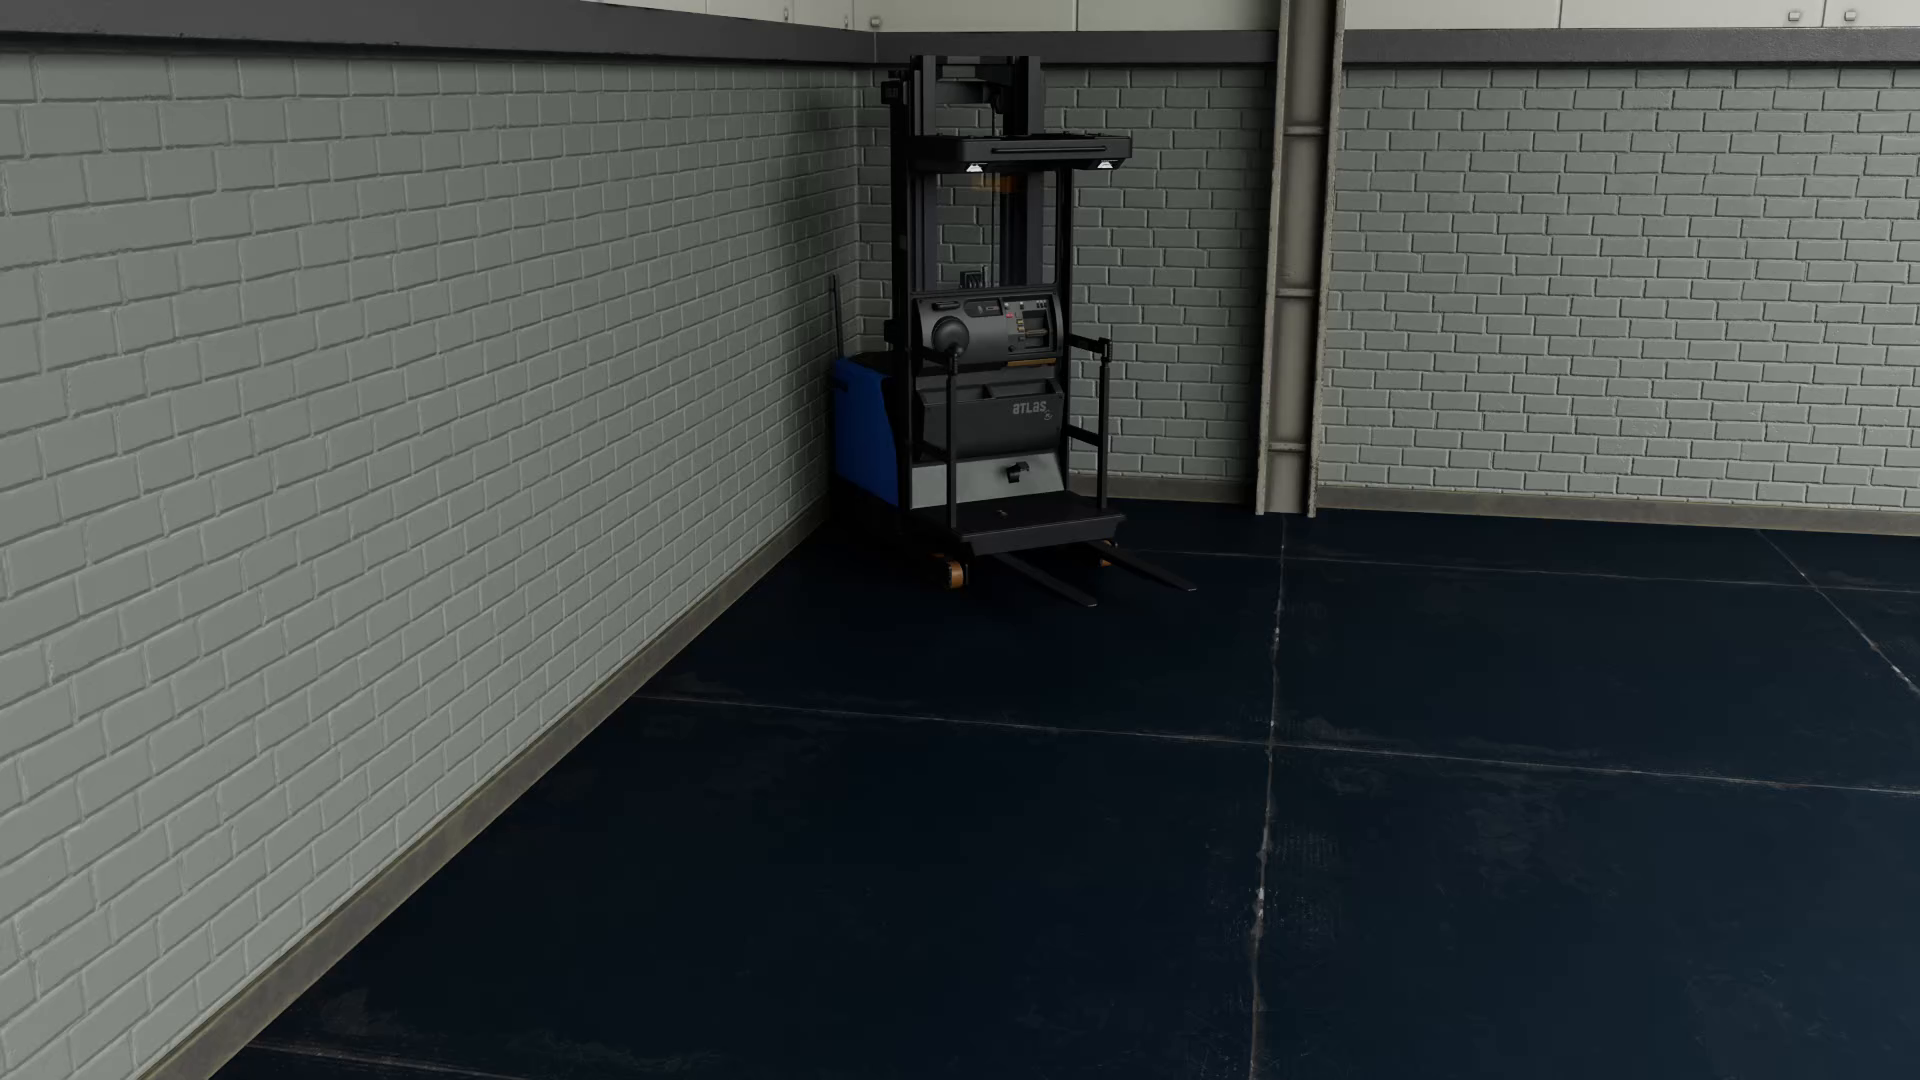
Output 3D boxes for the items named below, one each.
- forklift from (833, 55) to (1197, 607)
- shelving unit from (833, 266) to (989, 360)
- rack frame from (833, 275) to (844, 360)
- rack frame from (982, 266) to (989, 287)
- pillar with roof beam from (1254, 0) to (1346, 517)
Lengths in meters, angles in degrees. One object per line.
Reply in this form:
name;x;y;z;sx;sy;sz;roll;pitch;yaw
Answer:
forklift;0.276;-1.264;9.563;1.130;2.935;3.031;-8;17;-25
shelving unit;-0.341;-1.080;11.330;1.083;1.500;0.587;-6;11;-16
rack frame;-0.836;-1.029;11.189;0.032;1.500;0.500;-6;11;-16
rack frame;0.137;-1.128;11.466;0.032;1.500;0.500;-6;11;-16
pillar with roof beam;1.336;-3.412;5.951;0.400;9.000;9.100;3;16;11
